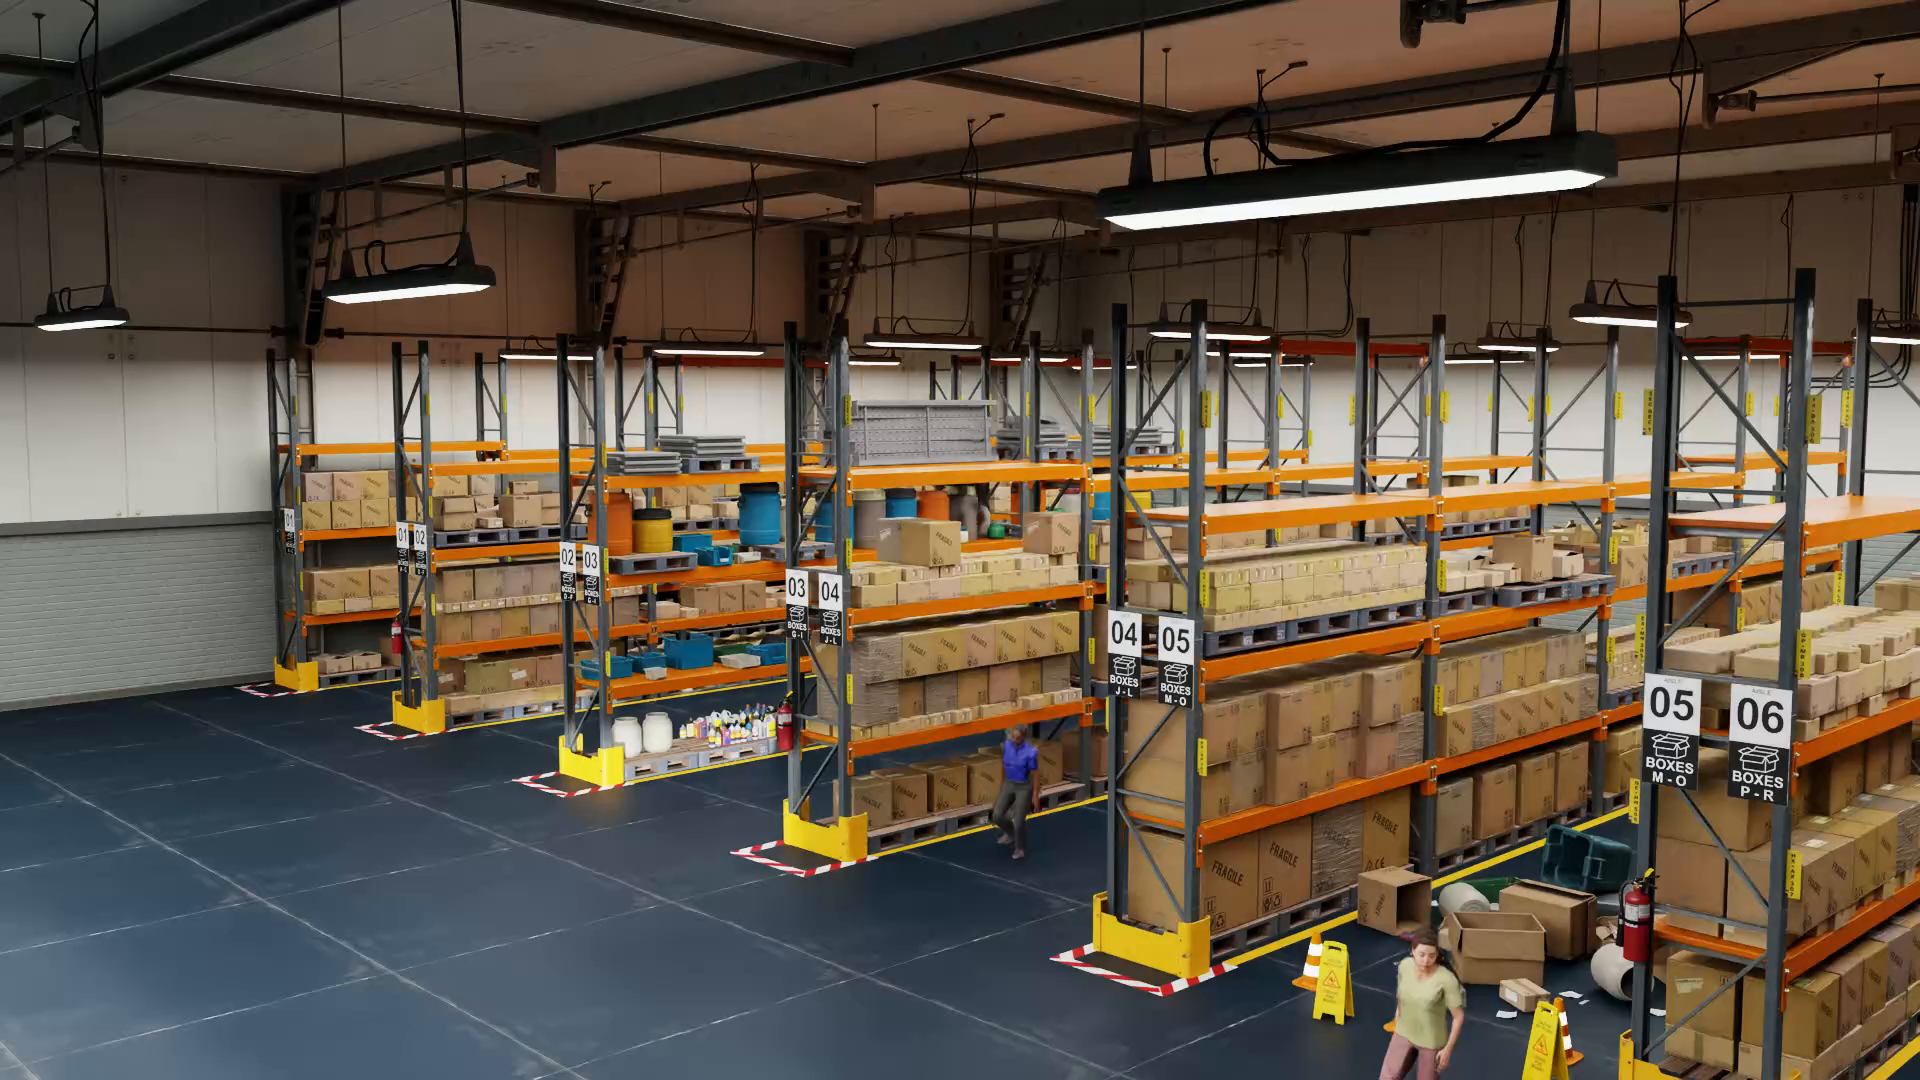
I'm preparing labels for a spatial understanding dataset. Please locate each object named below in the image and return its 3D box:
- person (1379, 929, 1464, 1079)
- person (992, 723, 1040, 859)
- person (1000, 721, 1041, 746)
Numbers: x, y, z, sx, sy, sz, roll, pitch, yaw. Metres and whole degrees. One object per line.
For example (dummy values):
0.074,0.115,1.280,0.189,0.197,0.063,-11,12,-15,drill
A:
3.139,3.383,11.234,0.568,1.627,0.619,3,6,33,person
0.656,2.805,18.546,0.719,1.503,0.611,3,6,32,person
0.799,2.267,24.478,0.943,1.575,0.673,-3,6,-32,person
